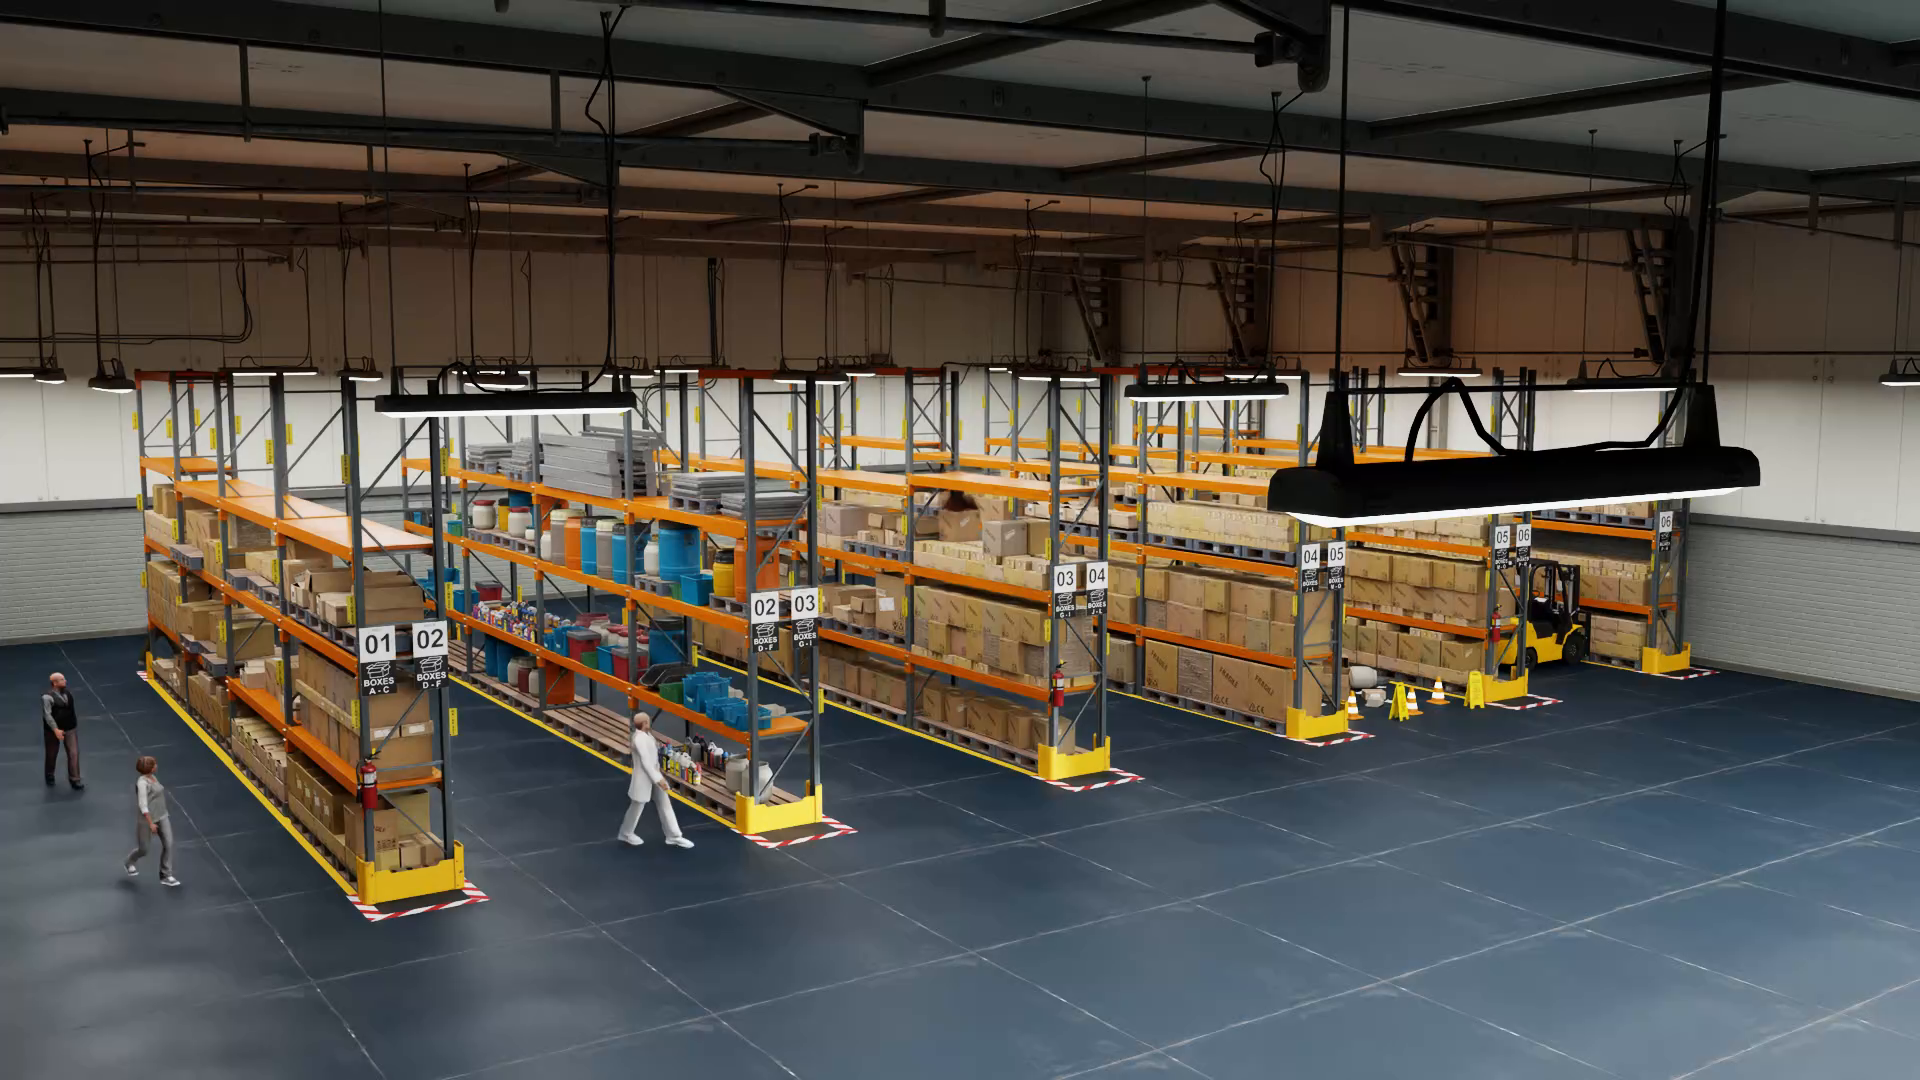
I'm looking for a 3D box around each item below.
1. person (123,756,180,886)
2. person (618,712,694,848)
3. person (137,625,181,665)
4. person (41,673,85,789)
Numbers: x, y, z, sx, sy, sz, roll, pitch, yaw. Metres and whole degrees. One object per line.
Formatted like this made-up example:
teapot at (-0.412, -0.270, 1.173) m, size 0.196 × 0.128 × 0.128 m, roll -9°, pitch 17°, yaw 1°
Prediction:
person at (-9.658, 3.321, 19.793) m, size 0.805 × 1.551 × 0.396 m, roll 4°, pitch 8°, yaw 32°
person at (-3.948, 3.060, 21.203) m, size 1.003 × 1.749 × 0.547 m, roll 3°, pitch 7°, yaw 23°
person at (-16.107, 1.637, 33.727) m, size 1.093 × 1.683 × 0.702 m, roll -3°, pitch 7°, yaw -25°
person at (-13.093, 2.769, 24.201) m, size 0.472 × 1.679 × 1.018 m, roll -6°, pitch 9°, yaw -41°
